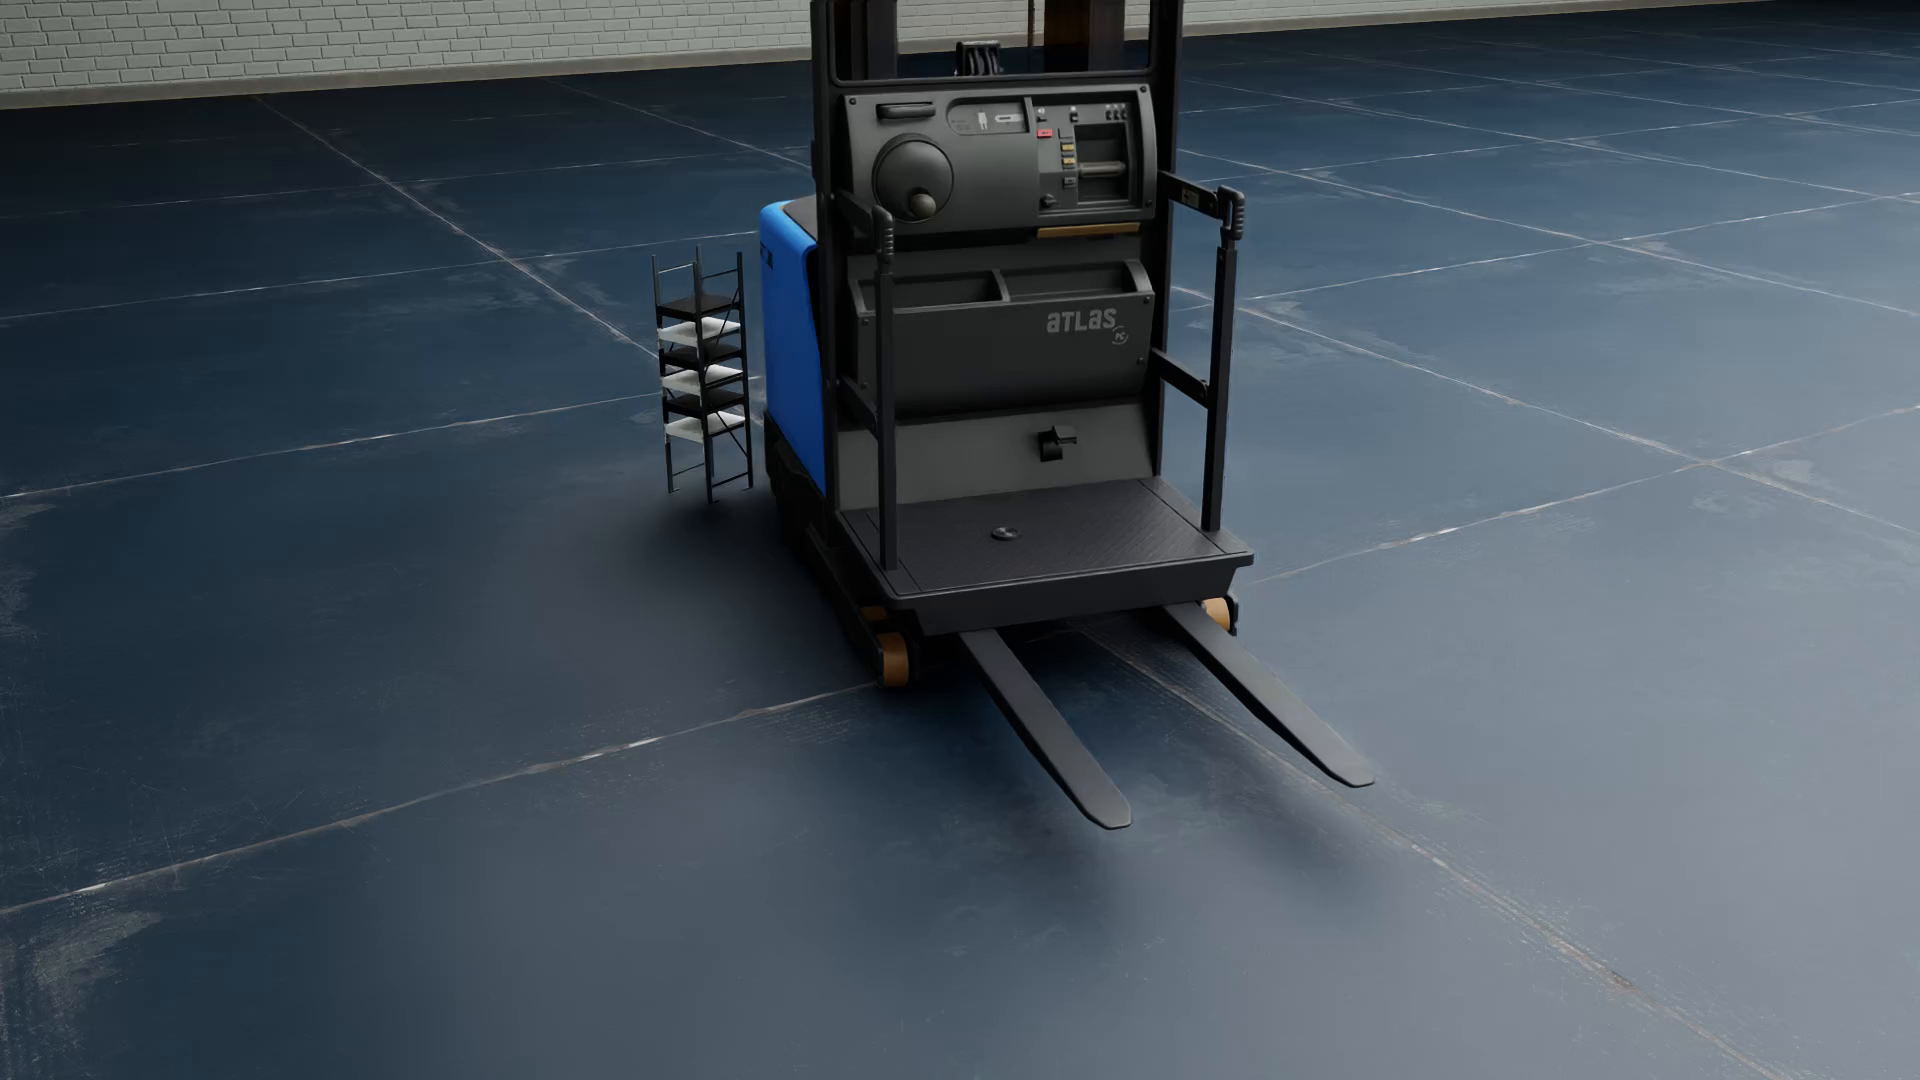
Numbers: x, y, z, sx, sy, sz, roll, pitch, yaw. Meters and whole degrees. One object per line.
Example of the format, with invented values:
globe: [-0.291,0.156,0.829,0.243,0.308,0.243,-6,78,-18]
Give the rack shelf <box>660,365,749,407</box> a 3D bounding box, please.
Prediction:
rack shelf: [-0.939,-0.575,6.121,0.200,0.077,0.258,16,27,33]

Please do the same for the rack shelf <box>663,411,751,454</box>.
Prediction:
rack shelf: [-0.939,-0.409,6.188,0.200,0.077,0.258,16,27,33]

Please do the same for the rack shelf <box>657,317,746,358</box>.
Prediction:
rack shelf: [-0.939,-0.742,6.053,0.200,0.077,0.258,16,27,33]

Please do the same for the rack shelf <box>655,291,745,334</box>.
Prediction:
rack shelf: [-0.939,-0.826,6.019,0.200,0.077,0.258,16,27,33]

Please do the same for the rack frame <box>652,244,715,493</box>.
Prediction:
rack frame: [-1.021,-0.629,6.164,0.006,0.900,0.240,16,27,33]

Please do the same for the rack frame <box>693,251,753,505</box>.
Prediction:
rack frame: [-0.858,-0.584,6.052,0.006,0.900,0.240,16,27,33]

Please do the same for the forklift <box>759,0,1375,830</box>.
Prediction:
forklift: [0.193,-1.098,4.621,1.130,2.935,3.031,-7,23,-16]

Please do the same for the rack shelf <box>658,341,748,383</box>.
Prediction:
rack shelf: [-0.939,-0.659,6.087,0.200,0.077,0.258,16,27,33]

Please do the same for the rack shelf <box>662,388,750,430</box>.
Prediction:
rack shelf: [-0.939,-0.492,6.155,0.200,0.077,0.258,16,27,33]

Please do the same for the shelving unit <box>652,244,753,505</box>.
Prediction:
shelving unit: [-0.939,-0.606,6.108,0.210,0.900,0.258,16,27,33]
